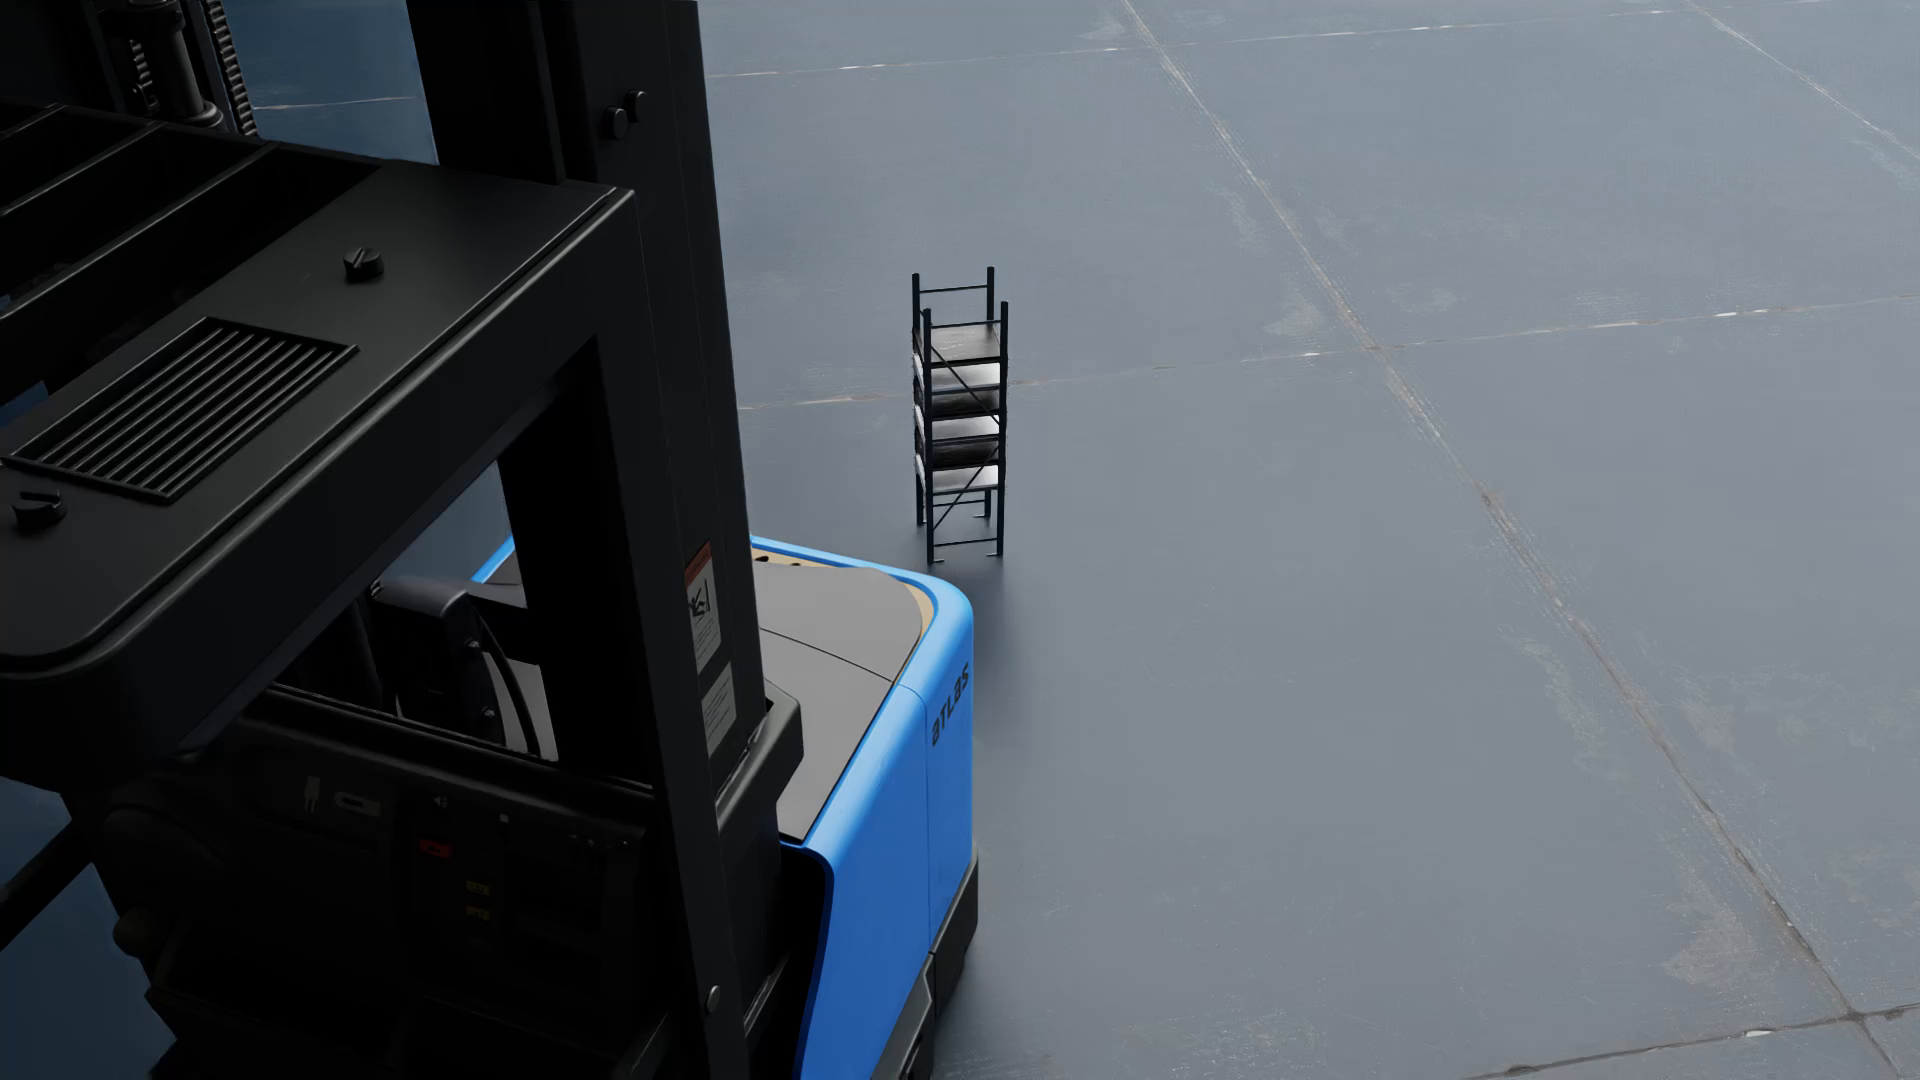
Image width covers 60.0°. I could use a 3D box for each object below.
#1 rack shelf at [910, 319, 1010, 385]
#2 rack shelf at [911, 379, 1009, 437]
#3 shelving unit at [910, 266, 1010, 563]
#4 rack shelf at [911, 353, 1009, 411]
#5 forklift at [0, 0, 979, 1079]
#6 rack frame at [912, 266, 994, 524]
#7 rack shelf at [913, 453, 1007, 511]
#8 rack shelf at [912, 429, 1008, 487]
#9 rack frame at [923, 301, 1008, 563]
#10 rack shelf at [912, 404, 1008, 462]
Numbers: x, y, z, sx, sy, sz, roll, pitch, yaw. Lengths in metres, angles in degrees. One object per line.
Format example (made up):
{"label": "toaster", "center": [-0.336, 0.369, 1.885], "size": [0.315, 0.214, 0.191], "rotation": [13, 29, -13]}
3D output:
{"label": "rack shelf", "center": [-0.001, -0.547, 4.835], "size": [0.258, 0.077, 0.200], "rotation": [-6, 38, -8]}
{"label": "rack shelf", "center": [-0.001, -0.405, 4.945], "size": [0.258, 0.077, 0.200], "rotation": [-6, 38, -8]}
{"label": "shelving unit", "center": [-0.001, -0.360, 4.980], "size": [0.258, 0.900, 0.210], "rotation": [-6, 38, -8]}
{"label": "rack shelf", "center": [-0.001, -0.476, 4.890], "size": [0.258, 0.077, 0.200], "rotation": [-6, 38, -8]}
{"label": "forklift", "center": [-0.932, 0.531, 2.178], "size": [1.130, 2.935, 3.031], "rotation": [12, 40, 15]}
{"label": "rack frame", "center": [-0.019, -0.422, 5.059], "size": [0.240, 0.900, 0.006], "rotation": [-6, 38, -8]}
{"label": "rack shelf", "center": [-0.001, -0.192, 5.111], "size": [0.258, 0.077, 0.200], "rotation": [-6, 38, -8]}
{"label": "rack shelf", "center": [-0.001, -0.263, 5.056], "size": [0.258, 0.077, 0.200], "rotation": [-6, 38, -8]}
{"label": "rack frame", "center": [0.016, -0.299, 4.901], "size": [0.240, 0.900, 0.006], "rotation": [-6, 38, -8]}
{"label": "rack shelf", "center": [-0.001, -0.334, 5.001], "size": [0.258, 0.077, 0.200], "rotation": [-6, 38, -8]}
